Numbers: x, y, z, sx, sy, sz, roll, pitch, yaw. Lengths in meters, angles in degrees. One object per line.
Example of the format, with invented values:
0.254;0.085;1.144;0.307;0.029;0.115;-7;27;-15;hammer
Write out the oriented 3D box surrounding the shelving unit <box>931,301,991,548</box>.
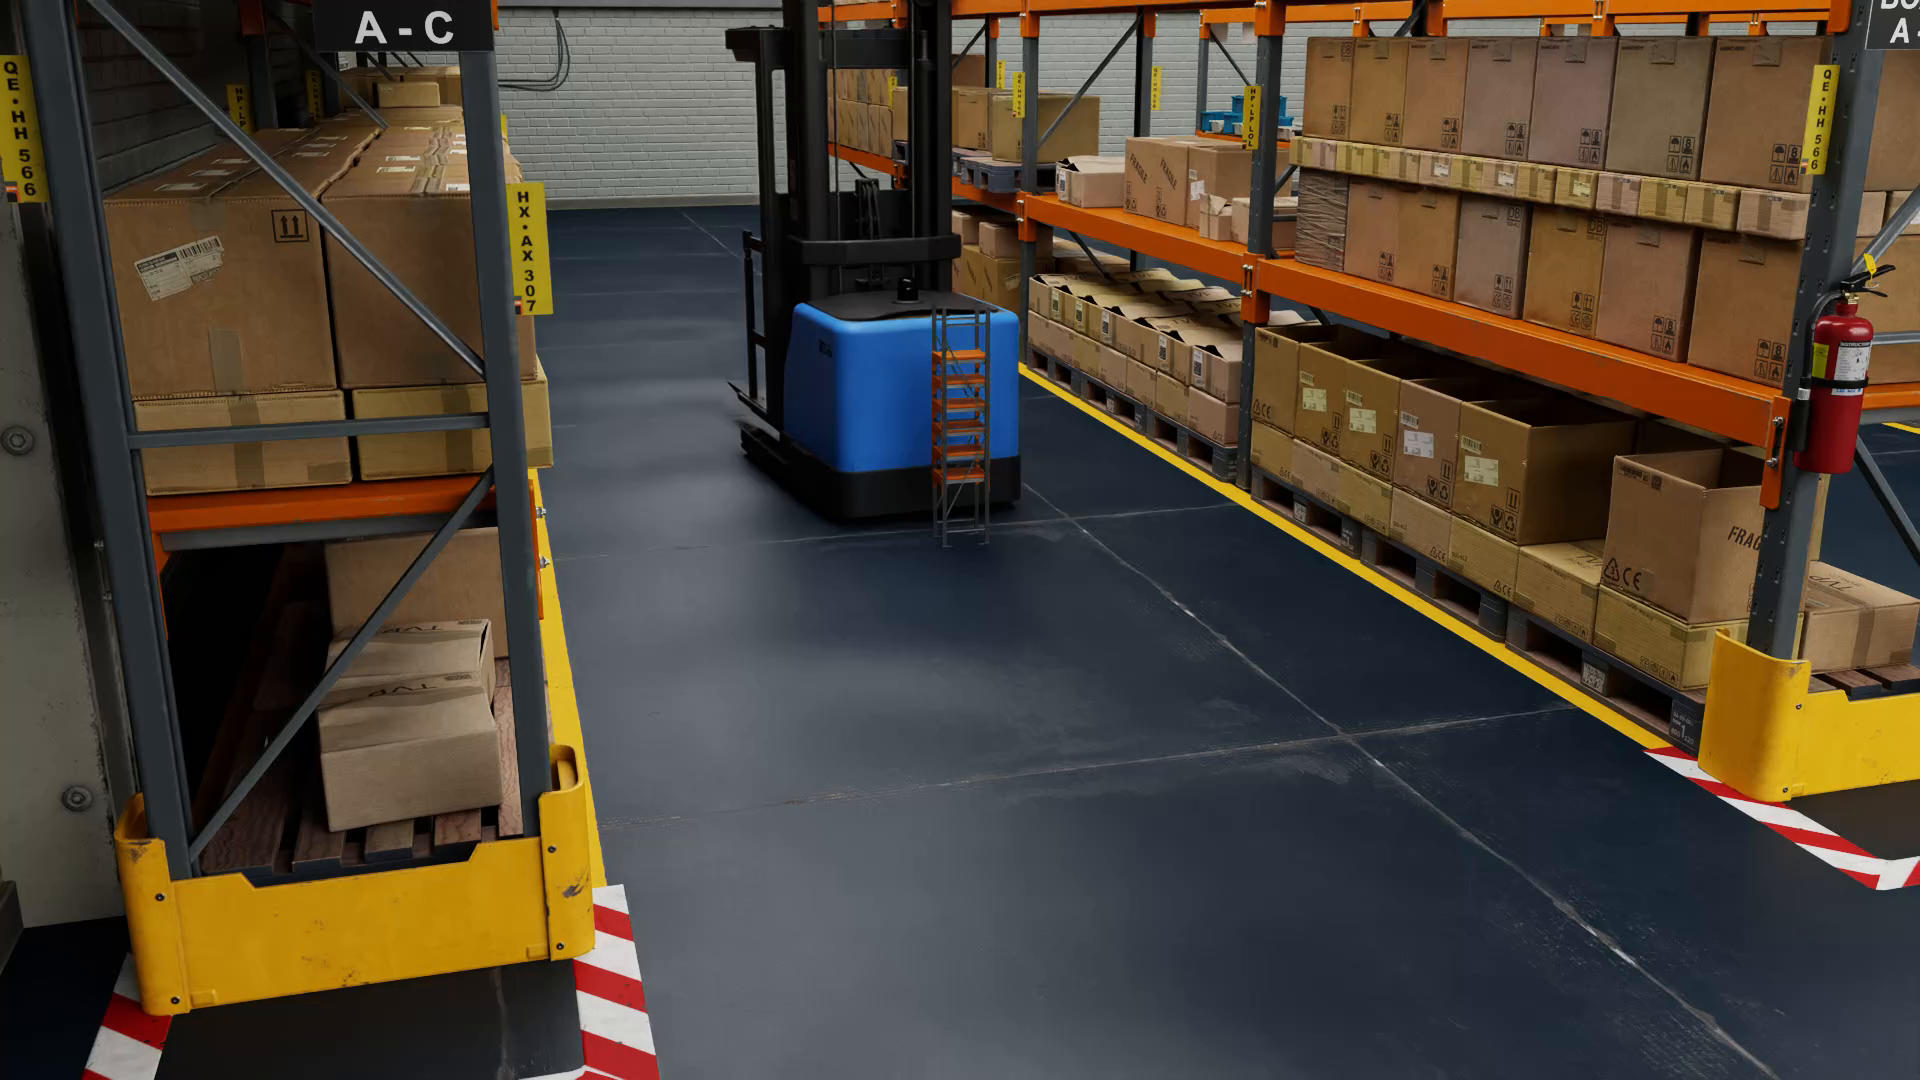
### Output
0.004;-0.571;8.266;0.258;1.200;0.189;-5;17;-15;shelving unit

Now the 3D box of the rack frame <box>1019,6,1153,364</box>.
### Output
0.966;-2.871;12.797;1.000;3.000;0.127;-5;17;-15;rack frame

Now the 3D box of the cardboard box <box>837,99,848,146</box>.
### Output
-1.082;-4.707;18.735;0.500;0.500;0.500;-5;17;-15;cardboard box

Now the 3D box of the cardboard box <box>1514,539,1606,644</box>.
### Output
2.584;0.195;6.639;0.500;0.250;0.500;-5;17;-15;cardboard box

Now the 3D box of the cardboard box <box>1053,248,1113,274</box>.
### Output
0.966;-2.178;14.068;0.500;0.500;0.500;-5;18;-17;cardboard box

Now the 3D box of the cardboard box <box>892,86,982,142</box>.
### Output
-0.218;-4.078;15.910;0.700;0.500;0.500;-12;20;-34;cardboard box

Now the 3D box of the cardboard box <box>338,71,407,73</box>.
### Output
-4.447;-3.428;12.622;0.500;0.250;0.500;-5;17;-17;cardboard box

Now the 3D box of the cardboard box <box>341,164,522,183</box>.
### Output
-1.566;-0.856;5.010;0.500;0.500;0.500;-5;17;-15;cardboard box

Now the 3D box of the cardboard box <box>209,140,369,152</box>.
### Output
-2.498;-1.241;6.292;0.500;0.500;0.500;-4;17;-14;cardboard box

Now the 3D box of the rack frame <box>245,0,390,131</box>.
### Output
-2.697;-1.372;7.806;1.000;3.000;0.127;-5;17;-15;rack frame

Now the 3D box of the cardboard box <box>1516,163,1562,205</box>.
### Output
2.519;-1.466;6.816;0.380;0.149;0.250;-4;17;-14;cardboard box

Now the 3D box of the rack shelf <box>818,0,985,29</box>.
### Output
-0.683;-5.623;17.994;1.077;0.370;4.000;-5;17;-15;rack shelf

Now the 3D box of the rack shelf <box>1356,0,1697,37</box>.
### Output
5.180;-4.907;15.611;1.077;0.370;4.000;-5;17;-15;rack shelf

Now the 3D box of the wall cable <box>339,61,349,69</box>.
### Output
-7.256;-5.457;19.640;0.084;1.984;1.851;-5;17;-15;wall cable

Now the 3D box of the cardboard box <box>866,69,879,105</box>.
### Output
-0.665;-4.765;17.191;0.500;0.500;0.500;-5;17;-16;cardboard box

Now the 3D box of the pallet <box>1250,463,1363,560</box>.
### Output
2.243;-0.206;8.771;1.003;0.211;1.213;-5;17;-15;pallet

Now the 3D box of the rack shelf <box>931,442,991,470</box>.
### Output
0.004;-0.413;8.313;0.258;0.103;0.180;-5;17;-15;rack shelf

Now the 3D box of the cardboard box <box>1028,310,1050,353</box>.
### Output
0.827;-1.588;12.573;0.500;0.250;0.500;-5;17;-15;cardboard box

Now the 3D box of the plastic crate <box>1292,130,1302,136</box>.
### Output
4.064;-4.554;18.772;0.437;0.125;0.590;-5;17;-15;plastic crate

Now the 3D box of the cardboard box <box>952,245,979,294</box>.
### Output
0.191;-2.413;14.851;0.500;0.500;0.500;-5;18;-17;cardboard box

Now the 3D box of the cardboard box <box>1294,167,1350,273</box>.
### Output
2.193;-1.691;8.692;0.700;0.500;0.500;-5;17;-17;cardboard box

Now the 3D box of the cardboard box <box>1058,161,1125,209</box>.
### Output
1.026;-2.566;11.935;0.500;0.311;0.500;-5;17;-16;cardboard box

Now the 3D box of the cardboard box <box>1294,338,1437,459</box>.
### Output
2.037;-0.718;8.373;0.500;0.500;0.500;-5;17;-15;cardboard box

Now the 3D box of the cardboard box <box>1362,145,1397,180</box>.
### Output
2.168;-1.821;7.998;0.380;0.149;0.250;-5;17;-16;cardboard box

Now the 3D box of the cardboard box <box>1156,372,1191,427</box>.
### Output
1.535;-0.881;10.221;0.500;0.250;0.500;-5;17;-16;cardboard box

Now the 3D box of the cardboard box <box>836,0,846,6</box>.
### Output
-1.072;-6.009;18.290;0.500;0.250;0.500;-5;17;-15;cardboard box

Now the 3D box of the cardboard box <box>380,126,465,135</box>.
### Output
-2.269;-1.563;7.363;0.500;0.500;0.500;-5;17;-15;cardboard box

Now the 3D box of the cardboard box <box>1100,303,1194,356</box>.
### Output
1.260;-1.428;11.067;0.500;0.311;0.500;-5;17;-16;cardboard box

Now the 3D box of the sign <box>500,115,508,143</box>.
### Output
-2.177;-1.832;7.832;0.100;0.325;0.005;-5;17;-15;sign

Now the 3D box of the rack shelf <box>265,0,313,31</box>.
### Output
-3.246;-3.018;9.320;1.077;0.370;4.000;-5;17;-15;rack shelf

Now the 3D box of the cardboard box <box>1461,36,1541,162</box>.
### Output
2.607;-1.895;7.119;0.700;0.500;0.500;-5;17;-15;cardboard box

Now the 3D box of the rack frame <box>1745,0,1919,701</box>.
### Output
3.165;-0.658;5.430;1.000;3.000;0.127;-5;17;-15;rack frame

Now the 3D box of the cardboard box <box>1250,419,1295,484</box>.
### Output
1.901;-0.497;8.942;0.500;0.250;0.500;-5;17;-15;cardboard box

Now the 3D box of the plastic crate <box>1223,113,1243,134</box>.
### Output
3.463;-5.147;20.559;0.416;0.233;0.300;-5;17;-15;plastic crate

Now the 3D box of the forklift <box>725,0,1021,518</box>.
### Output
-0.691;-1.900;9.682;1.130;2.935;3.031;-7;18;-21;forklift

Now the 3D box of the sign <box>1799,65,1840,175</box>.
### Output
2.639;-1.287;5.099;0.100;0.325;0.005;-5;17;-15;sign

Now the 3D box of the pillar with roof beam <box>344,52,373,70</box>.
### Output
-3.429;-8.584;21.385;9.100;9.000;0.400;-5;17;-15;pillar with roof beam

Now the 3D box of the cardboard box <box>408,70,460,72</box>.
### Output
-3.962;-3.470;12.762;0.500;0.250;0.500;-5;17;-15;cardboard box

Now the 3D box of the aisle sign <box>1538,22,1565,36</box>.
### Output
7.985;-7.108;22.381;0.394;0.787;0.004;-5;17;-15;aisle sign

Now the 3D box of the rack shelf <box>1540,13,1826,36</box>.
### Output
8.843;-6.405;20.598;1.077;0.370;4.000;-5;17;-15;rack shelf

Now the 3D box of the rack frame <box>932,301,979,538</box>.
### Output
-0.021;-0.596;8.350;0.240;1.200;0.006;-5;17;-15;rack frame

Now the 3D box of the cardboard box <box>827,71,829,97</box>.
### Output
-1.364;-5.467;19.528;0.500;0.500;0.500;-4;17;-14;cardboard box

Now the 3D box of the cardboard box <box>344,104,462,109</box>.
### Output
-3.657;-2.608;10.982;0.700;0.500;0.500;-7;18;-22;cardboard box

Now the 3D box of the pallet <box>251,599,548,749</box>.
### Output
-2.139;0.484;6.473;1.003;0.211;1.213;-5;17;-15;pallet

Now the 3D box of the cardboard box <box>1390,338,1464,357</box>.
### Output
2.529;-0.758;8.508;0.500;0.500;0.500;-5;17;-15;cardboard box

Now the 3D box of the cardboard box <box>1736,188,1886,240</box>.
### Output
2.876;-1.108;5.624;0.380;0.149;0.250;-5;17;-16;cardboard box

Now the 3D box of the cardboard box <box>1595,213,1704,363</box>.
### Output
2.900;-0.981;6.331;0.700;0.500;0.500;-4;17;-14;cardboard box

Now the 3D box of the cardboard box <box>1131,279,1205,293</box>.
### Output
1.496;-1.756;12.157;0.500;0.311;0.500;-5;17;-16;cardboard box

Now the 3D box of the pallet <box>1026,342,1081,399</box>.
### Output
1.155;-1.305;12.430;1.003;0.211;1.213;-5;17;-15;pallet

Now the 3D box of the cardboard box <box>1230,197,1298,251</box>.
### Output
1.888;-1.826;9.577;0.500;0.250;0.500;-4;17;-12;cardboard box

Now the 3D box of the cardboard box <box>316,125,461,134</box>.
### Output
-2.804;-1.774;8.206;0.700;0.500;0.500;-5;17;-15;cardboard box
